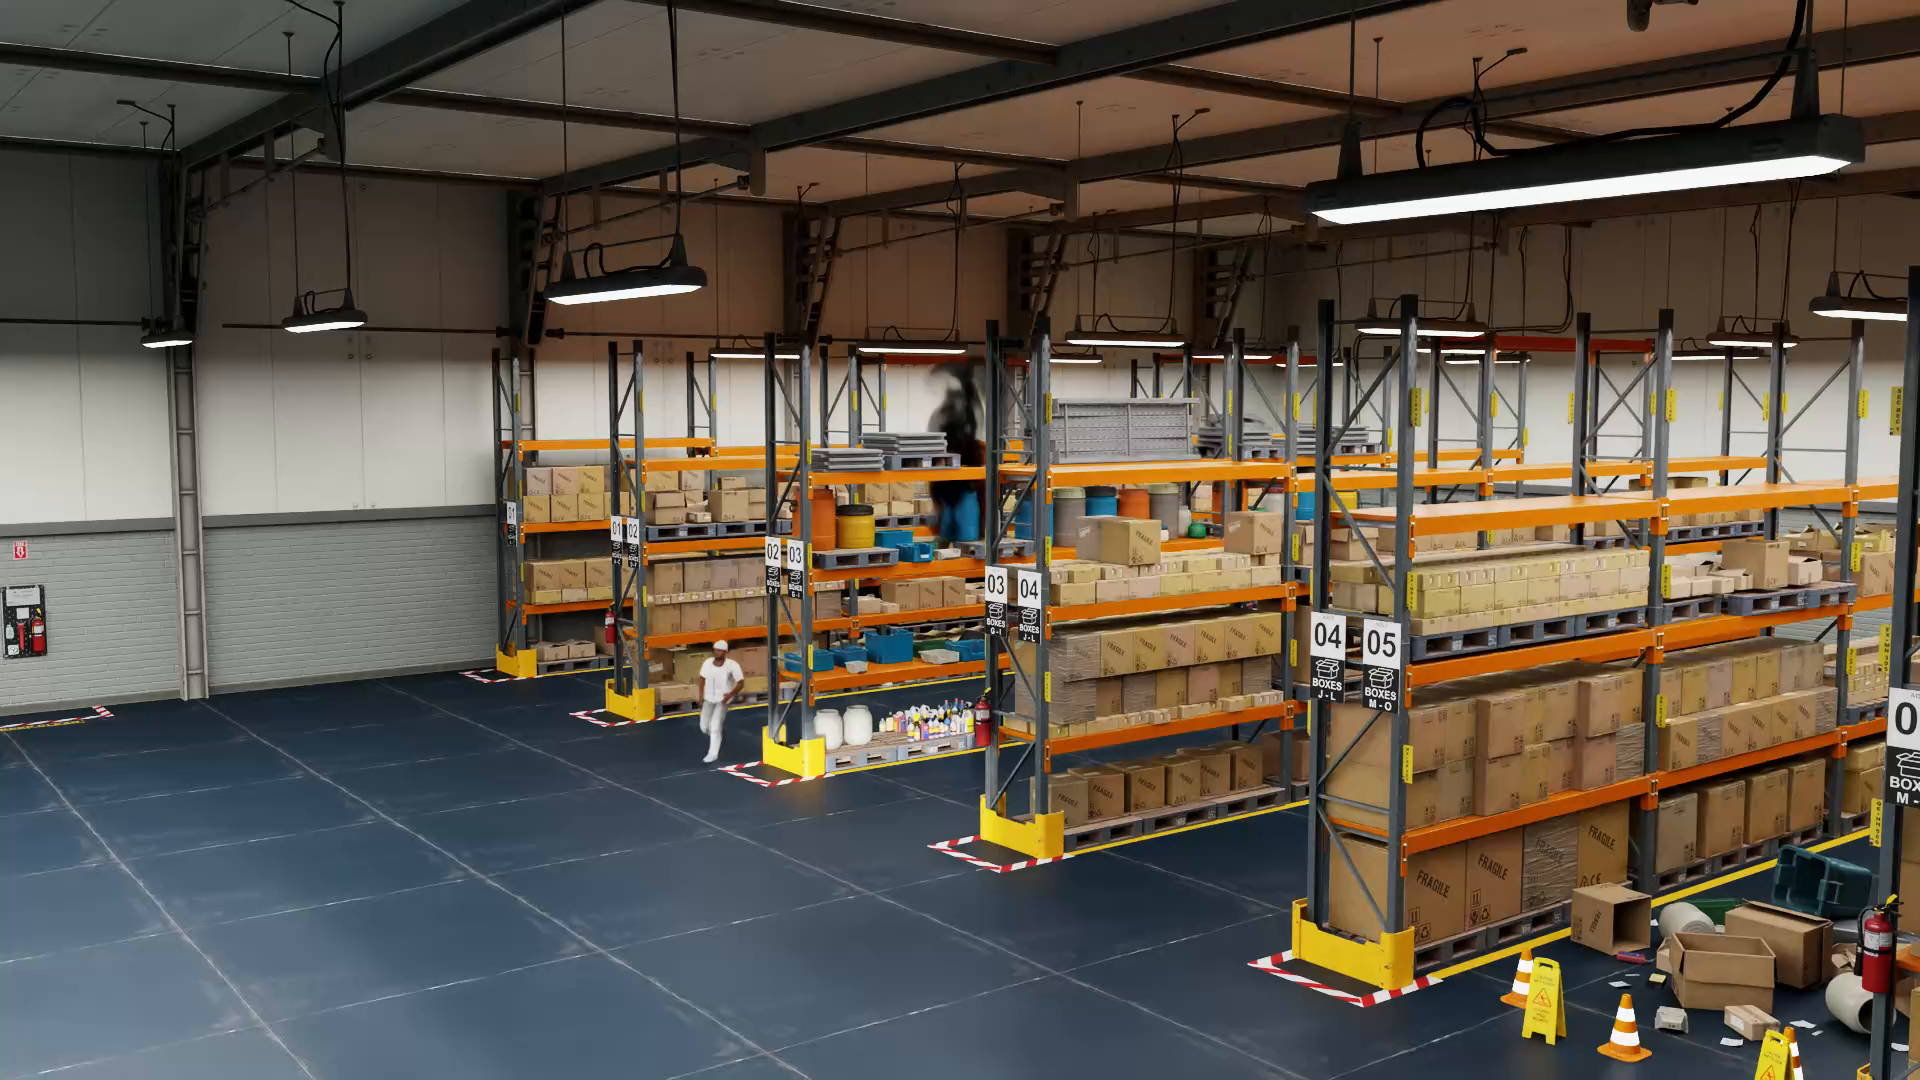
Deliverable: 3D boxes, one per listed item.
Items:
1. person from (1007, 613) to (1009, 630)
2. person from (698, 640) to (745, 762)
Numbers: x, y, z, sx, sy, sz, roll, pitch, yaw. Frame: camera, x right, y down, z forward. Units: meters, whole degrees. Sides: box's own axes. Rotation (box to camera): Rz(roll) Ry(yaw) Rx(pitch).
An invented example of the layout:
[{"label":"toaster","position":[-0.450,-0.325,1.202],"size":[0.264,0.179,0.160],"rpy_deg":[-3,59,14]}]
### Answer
[{"label":"person","position":[0.844,1.397,33.359],"size":[0.744,1.744,0.658],"rpy_deg":[-4,6,-36]},{"label":"person","position":[-3.373,2.258,23.532],"size":[0.716,1.730,0.575],"rpy_deg":[2,5,18]}]
